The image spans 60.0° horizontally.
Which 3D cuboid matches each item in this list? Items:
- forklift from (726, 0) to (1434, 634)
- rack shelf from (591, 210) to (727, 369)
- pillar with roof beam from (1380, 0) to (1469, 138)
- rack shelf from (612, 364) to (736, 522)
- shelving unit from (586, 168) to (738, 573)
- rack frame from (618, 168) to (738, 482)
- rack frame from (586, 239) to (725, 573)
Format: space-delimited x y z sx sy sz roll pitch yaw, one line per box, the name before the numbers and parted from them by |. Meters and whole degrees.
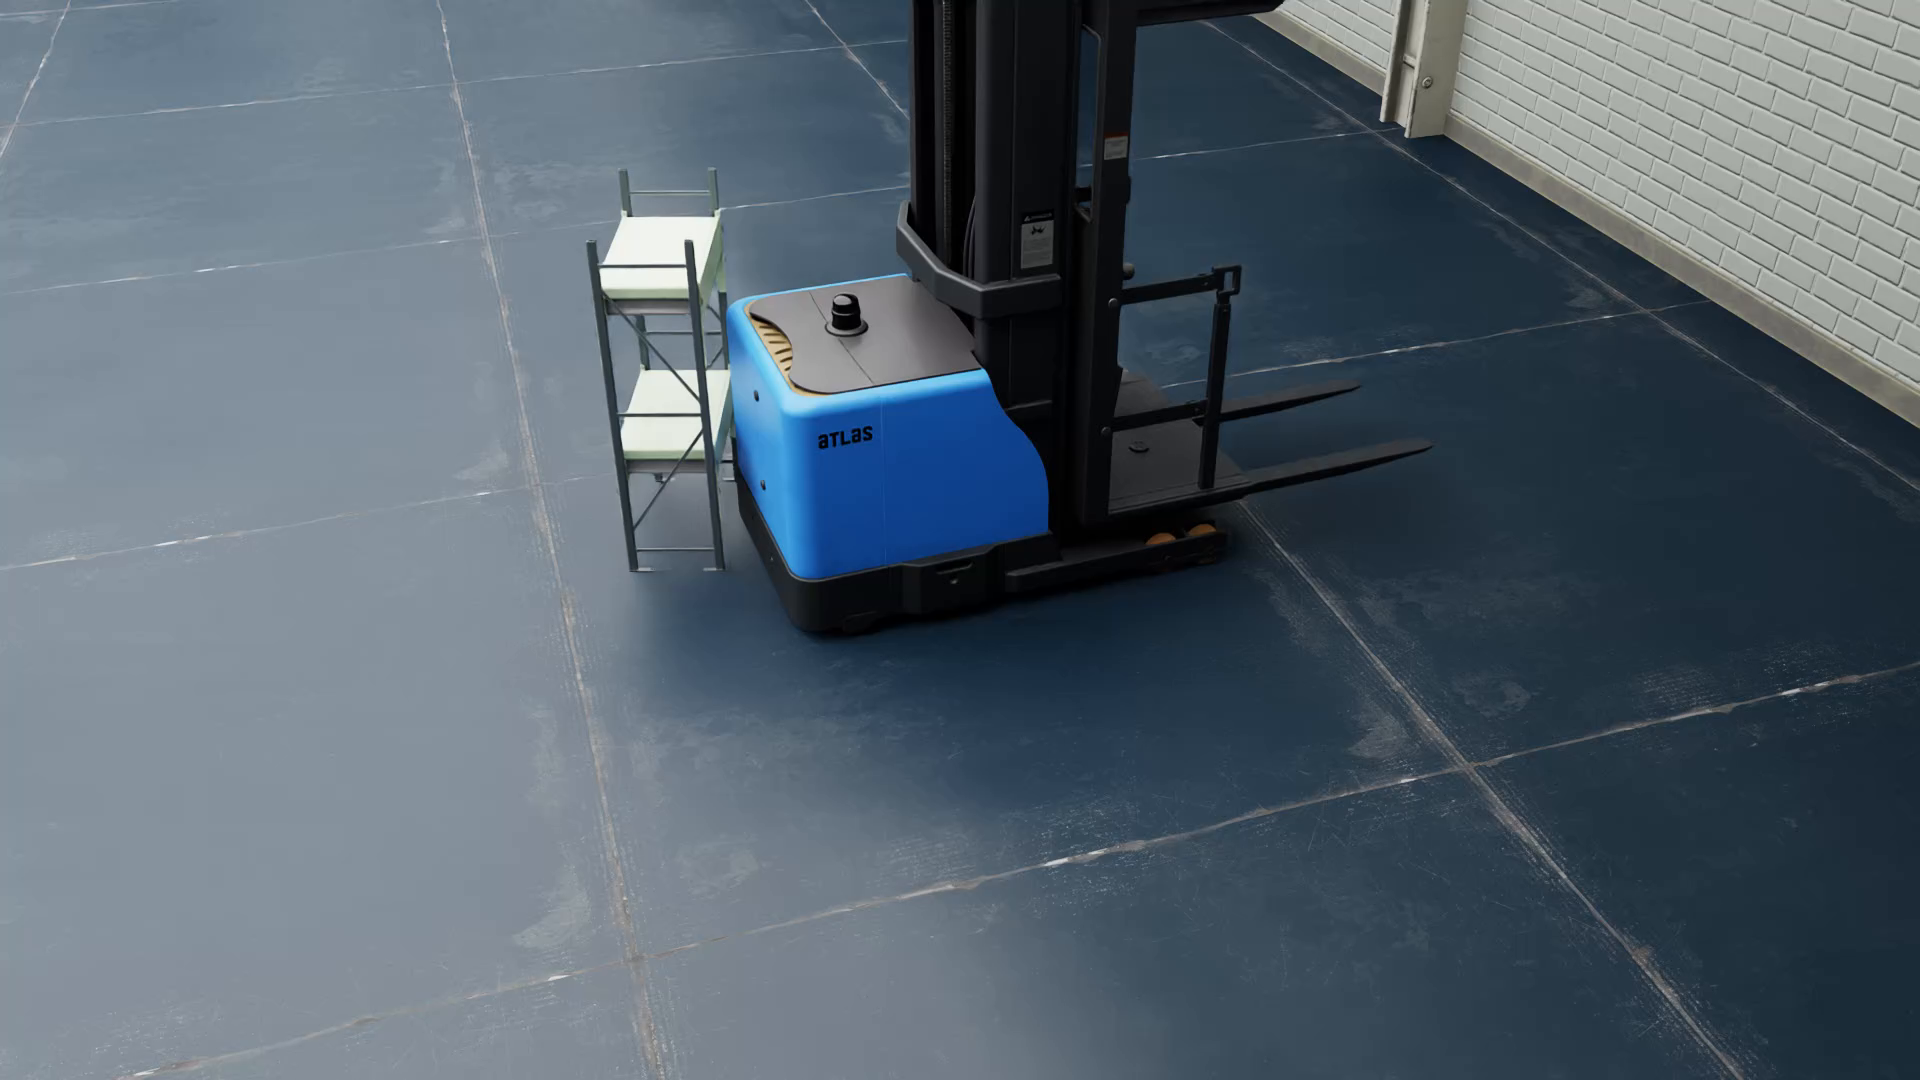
forklift | 0.603 -1.346 6.629 3.031 2.935 1.130 -12 35 -17
rack shelf | -1.202 -1.023 6.729 0.431 0.370 0.720 0 33 0
pillar with roof beam | -0.934 -5.921 8.047 9.100 9.000 0.400 -10 35 -15
rack shelf | -1.201 -0.425 7.124 0.431 0.370 0.720 0 33 0
shelving unit | -1.201 -0.697 6.944 0.431 1.500 0.755 0 33 0
rack frame | -1.204 -0.899 7.249 0.400 1.500 0.023 0 33 0
rack frame | -1.199 -0.495 6.639 0.400 1.500 0.023 0 33 0
